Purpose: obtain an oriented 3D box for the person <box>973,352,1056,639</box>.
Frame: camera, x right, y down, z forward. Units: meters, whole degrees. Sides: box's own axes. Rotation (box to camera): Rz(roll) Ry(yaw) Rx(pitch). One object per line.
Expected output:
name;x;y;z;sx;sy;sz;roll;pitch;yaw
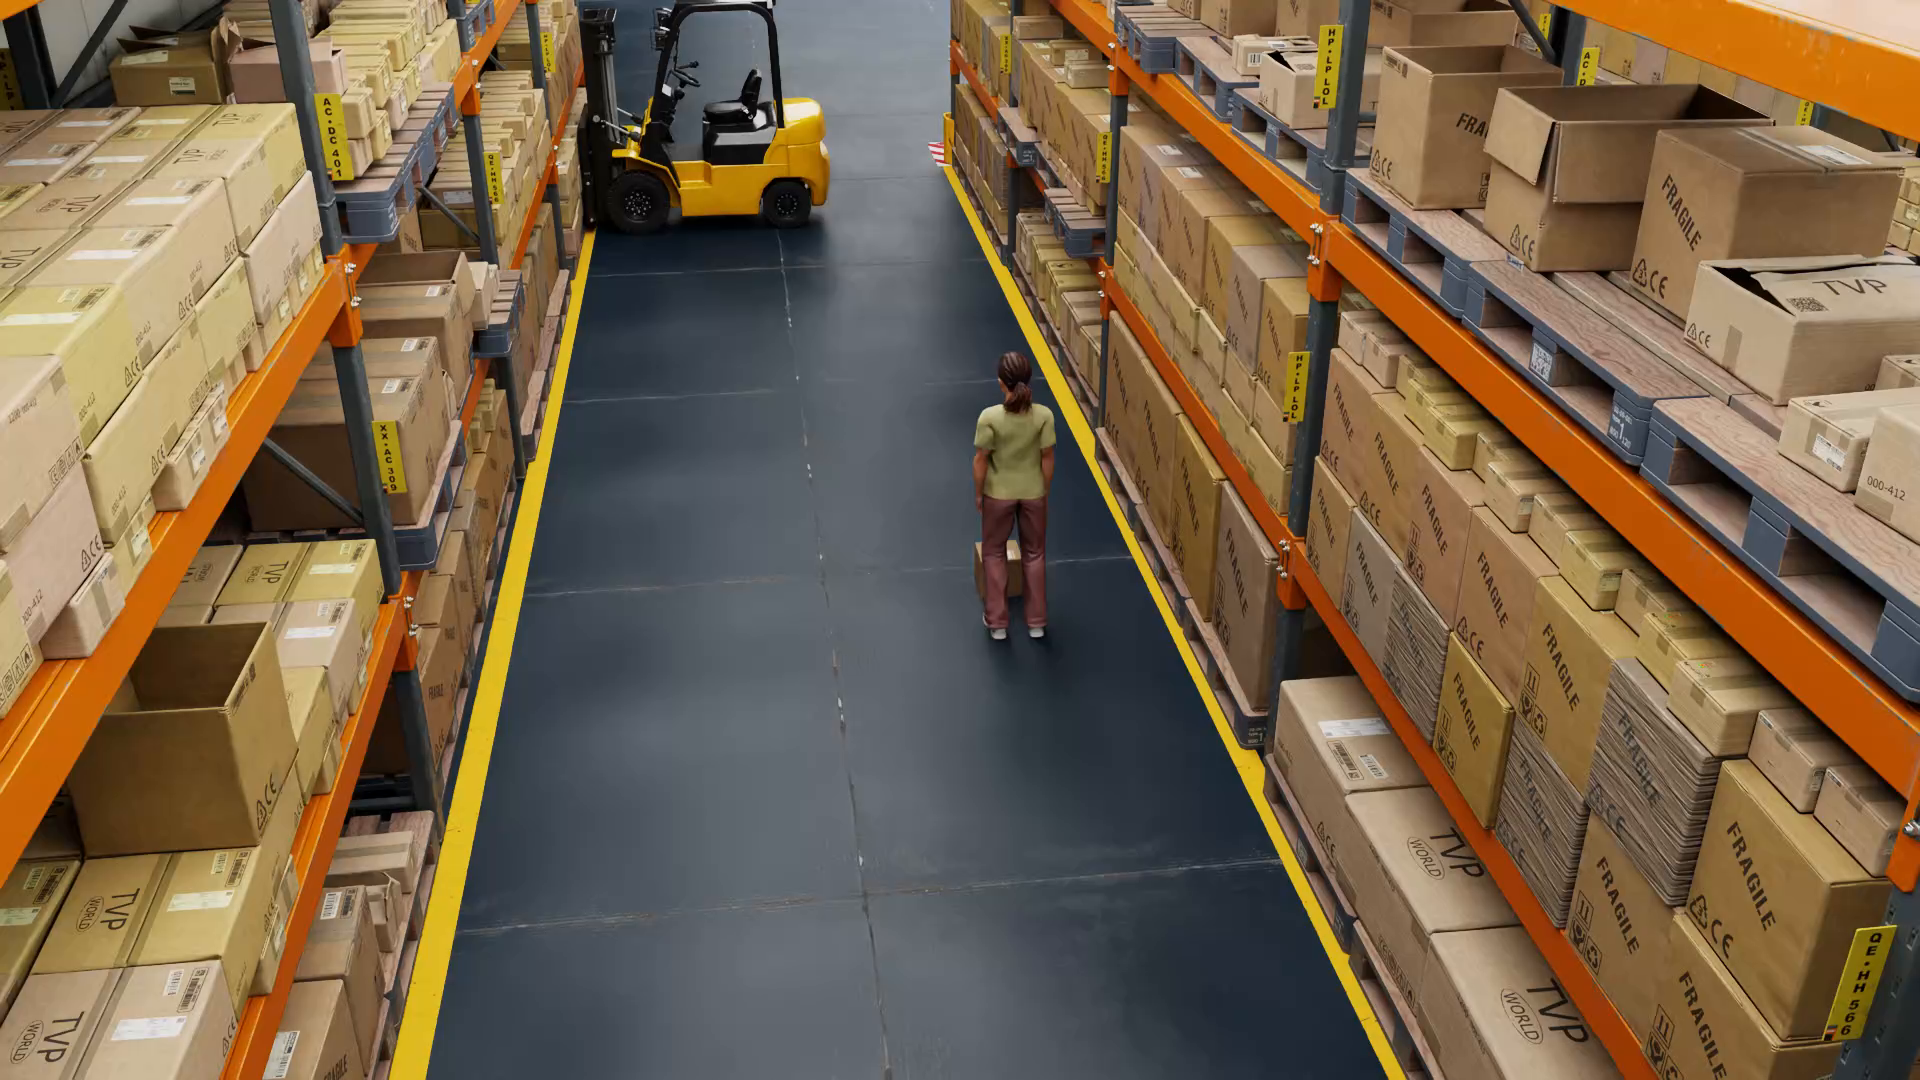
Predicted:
person;0.289;-0.212;9.097;0.447;1.624;0.345;-3;27;-6
